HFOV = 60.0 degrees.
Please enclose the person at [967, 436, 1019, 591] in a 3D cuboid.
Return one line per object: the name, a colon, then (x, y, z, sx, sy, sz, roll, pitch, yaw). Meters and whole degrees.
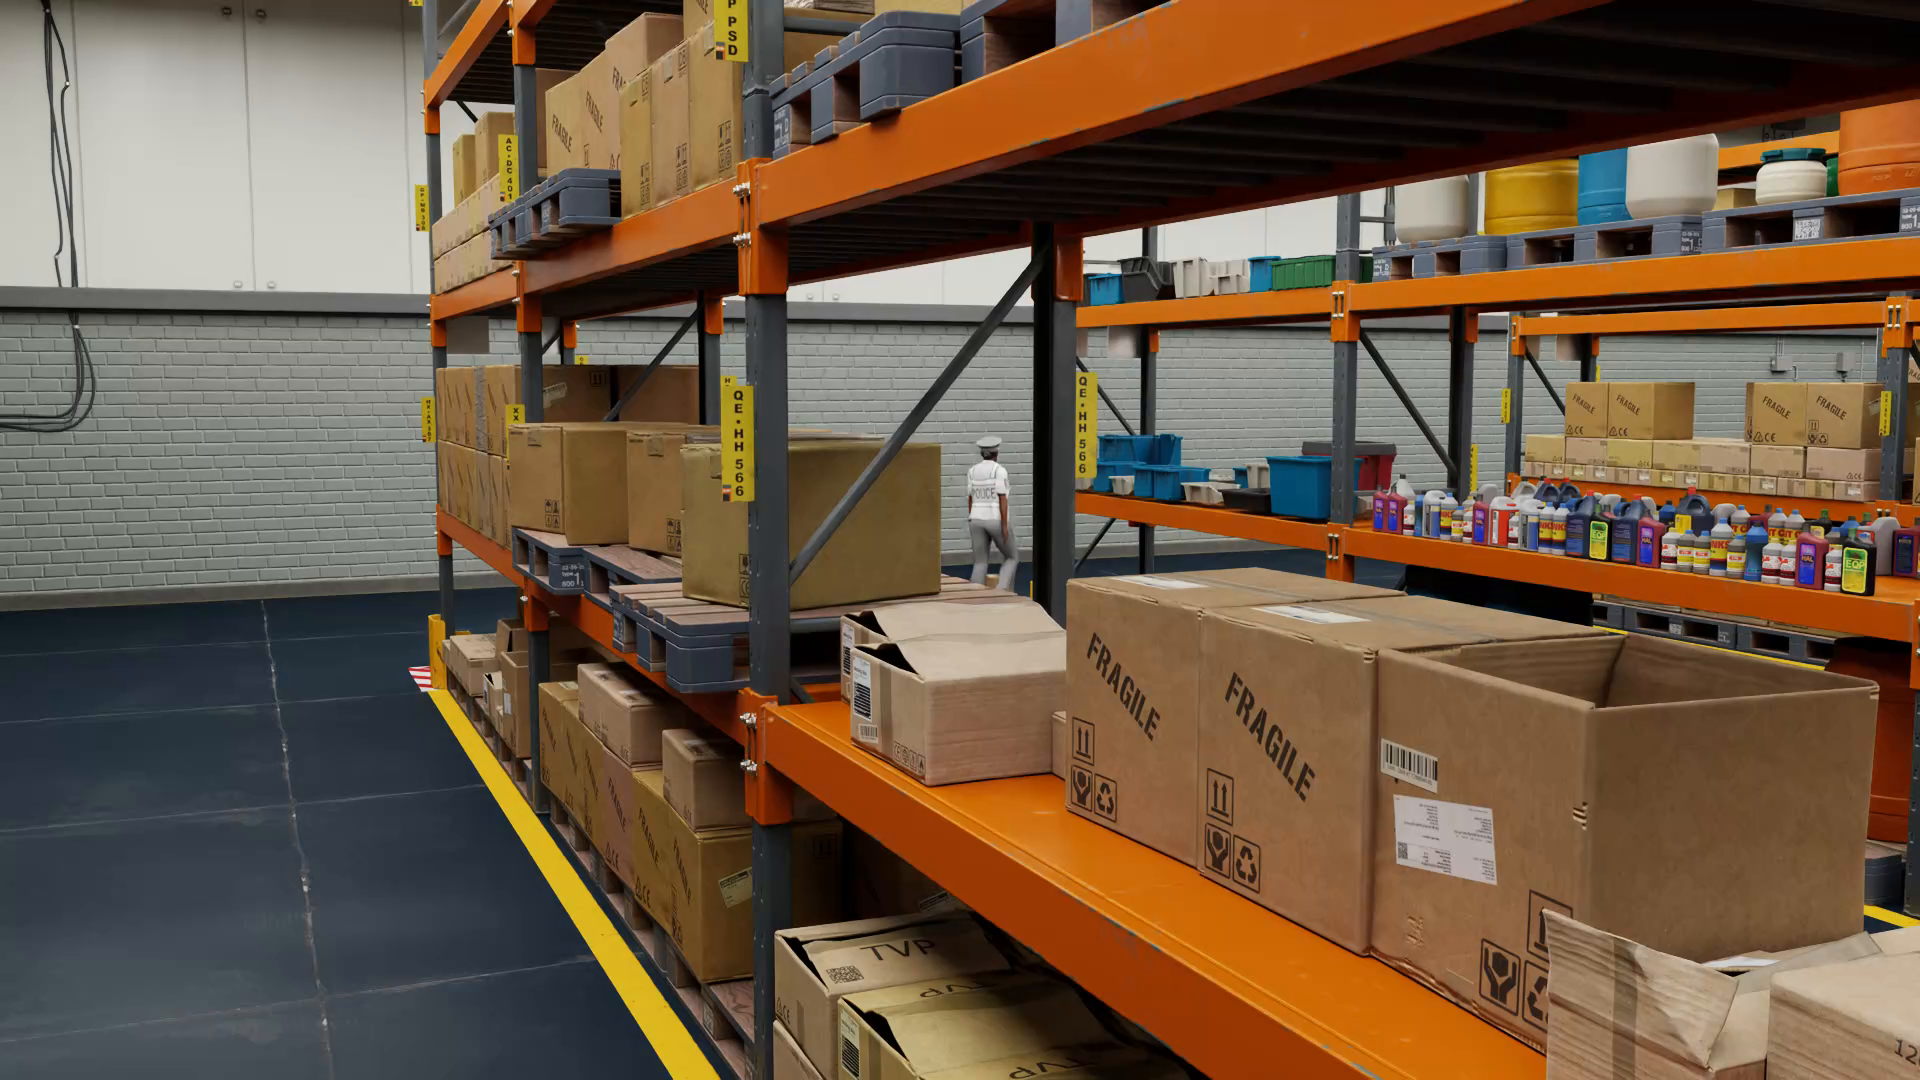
person: (0.293, -0.135, 15.603, 0.515, 1.673, 0.487, 3, 6, 28)
